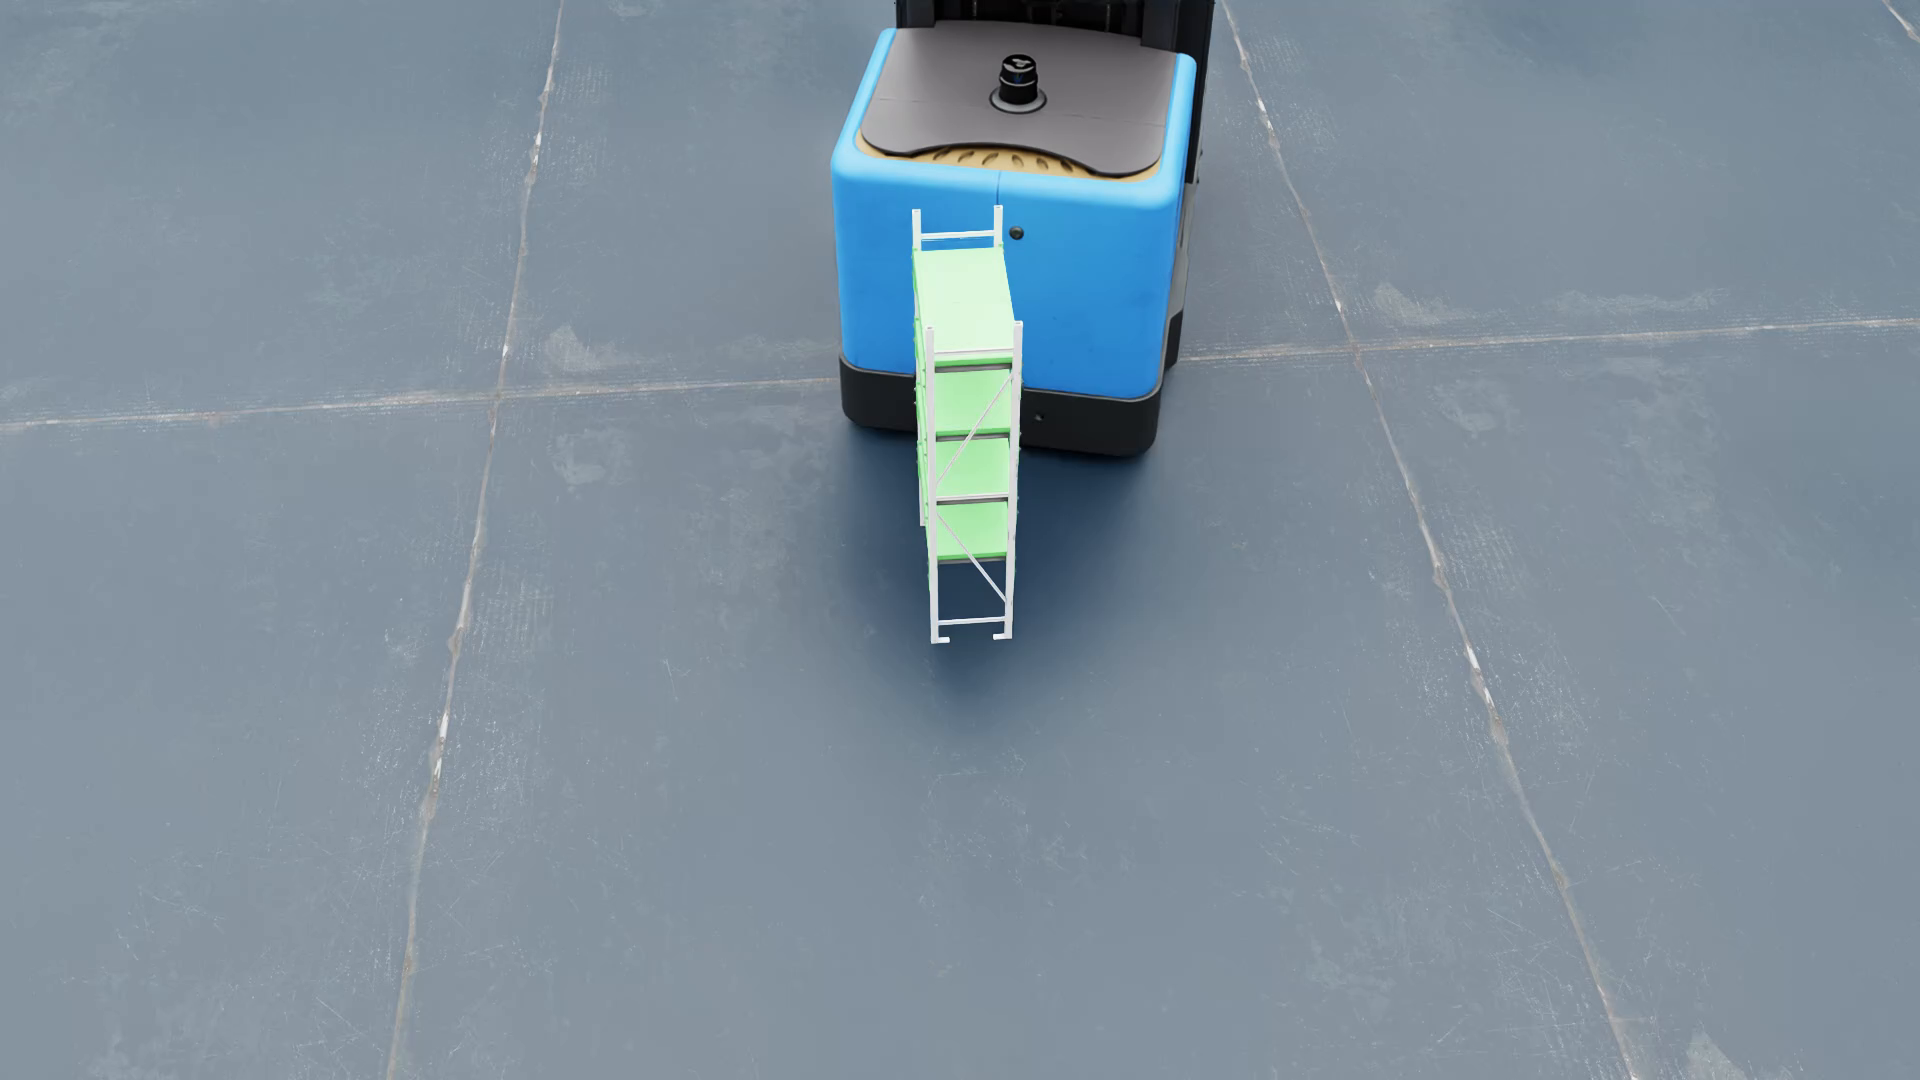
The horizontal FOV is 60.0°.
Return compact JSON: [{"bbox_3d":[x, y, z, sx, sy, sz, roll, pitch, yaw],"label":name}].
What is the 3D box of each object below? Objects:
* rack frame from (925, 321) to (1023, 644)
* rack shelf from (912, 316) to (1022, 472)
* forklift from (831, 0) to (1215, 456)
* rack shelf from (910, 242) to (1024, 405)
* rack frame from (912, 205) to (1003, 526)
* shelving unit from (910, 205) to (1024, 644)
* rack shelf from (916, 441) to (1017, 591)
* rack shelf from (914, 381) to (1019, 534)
[{"bbox_3d":[0.034,-0.116,4.534,0.240,1.200,0.015,-3,47,-3],"label":"rack frame"},{"bbox_3d":[0.014,-0.414,4.573,0.258,0.148,0.480,-3,47,-3],"label":"rack shelf"},{"bbox_3d":[0.363,-2.366,5.472,1.130,2.935,3.031,7,47,7],"label":"forklift"},{"bbox_3d":[0.014,-0.579,4.399,0.258,0.148,0.480,-3,47,-3],"label":"rack shelf"},{"bbox_3d":[-0.007,-0.469,4.868,0.240,1.200,0.015,-3,47,-3],"label":"rack frame"},{"bbox_3d":[0.014,-0.293,4.701,0.258,1.200,0.503,-3,47,-3],"label":"shelving unit"},{"bbox_3d":[0.014,-0.084,4.922,0.258,0.148,0.480,-3,47,-3],"label":"rack shelf"},{"bbox_3d":[0.014,-0.249,4.747,0.258,0.148,0.480,-3,47,-3],"label":"rack shelf"}]
